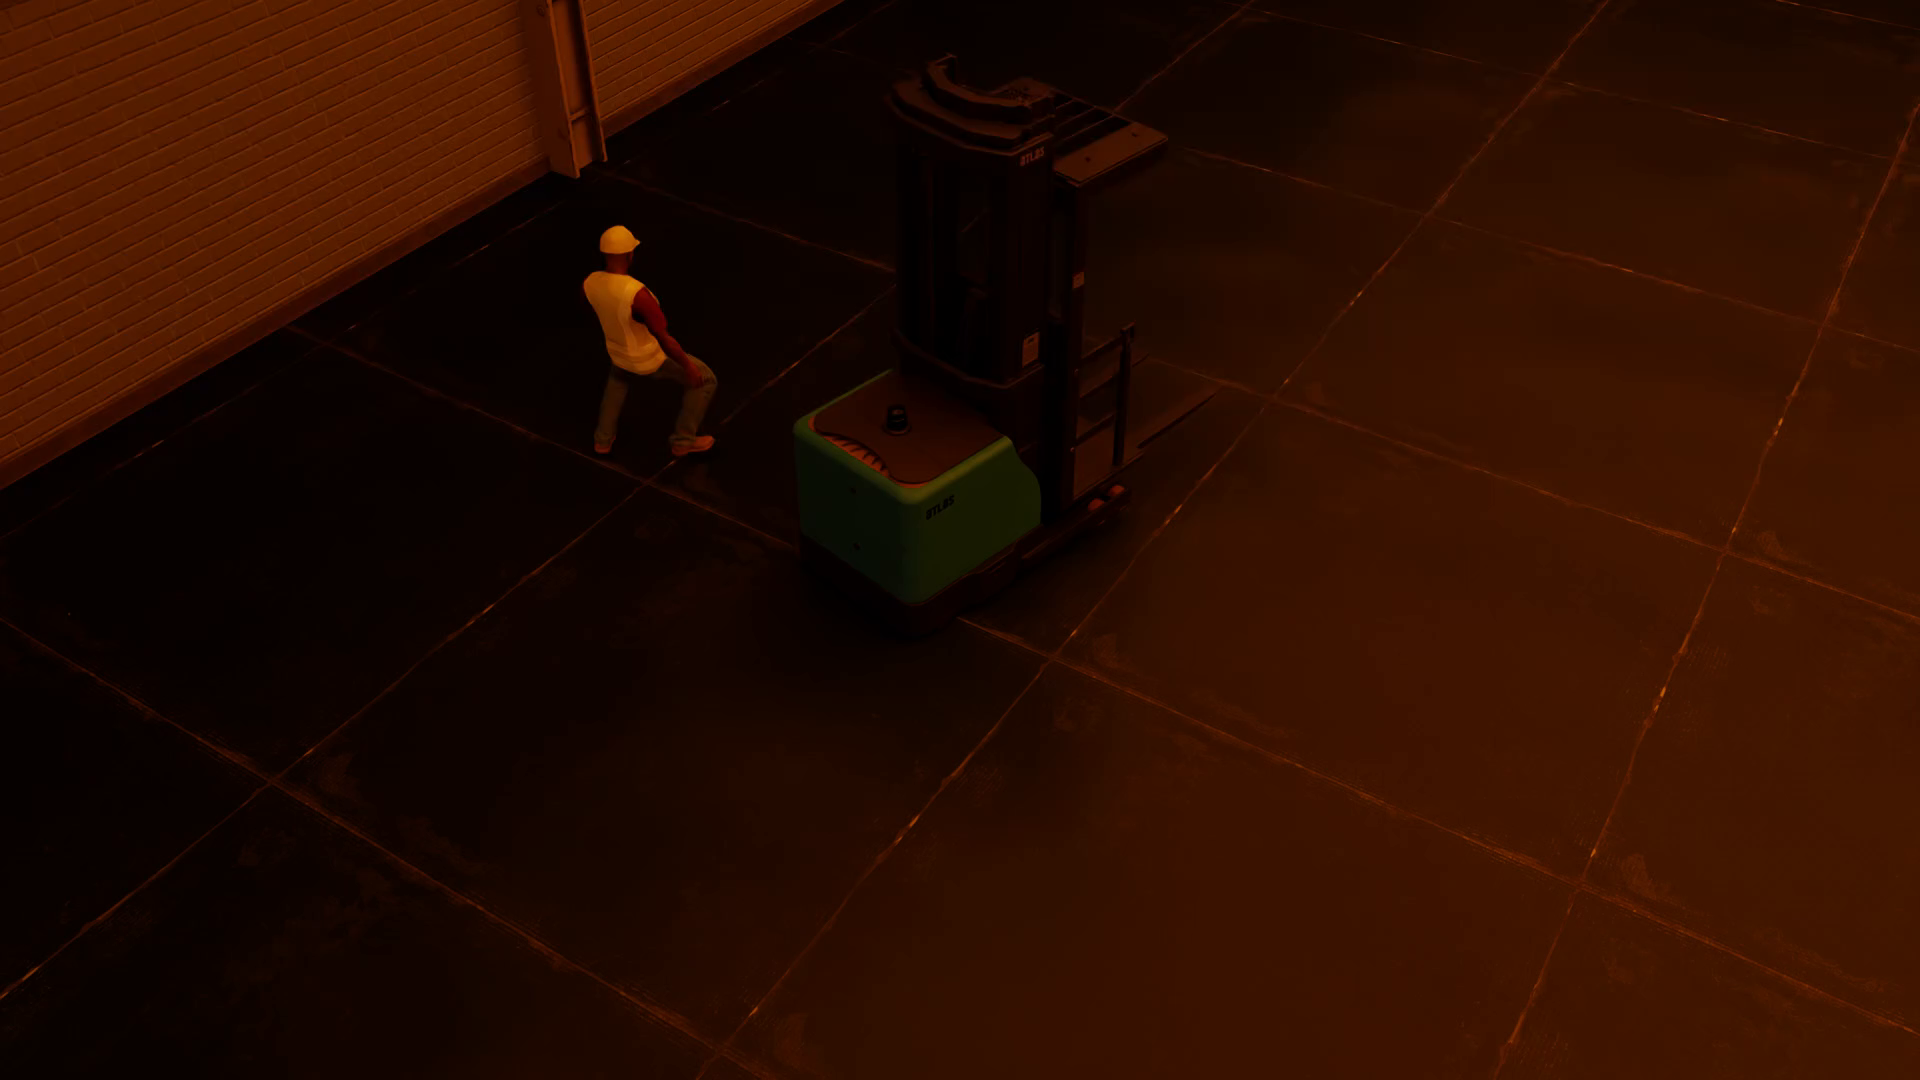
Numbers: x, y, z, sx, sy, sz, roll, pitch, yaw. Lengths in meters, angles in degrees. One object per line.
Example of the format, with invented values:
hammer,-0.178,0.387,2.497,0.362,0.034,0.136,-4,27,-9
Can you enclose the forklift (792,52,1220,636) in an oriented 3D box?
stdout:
forklift,0.432,-1.419,9.641,1.130,2.935,3.031,33,50,32

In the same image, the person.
person,-2.005,-1.250,10.423,1.002,1.605,0.636,26,47,27
